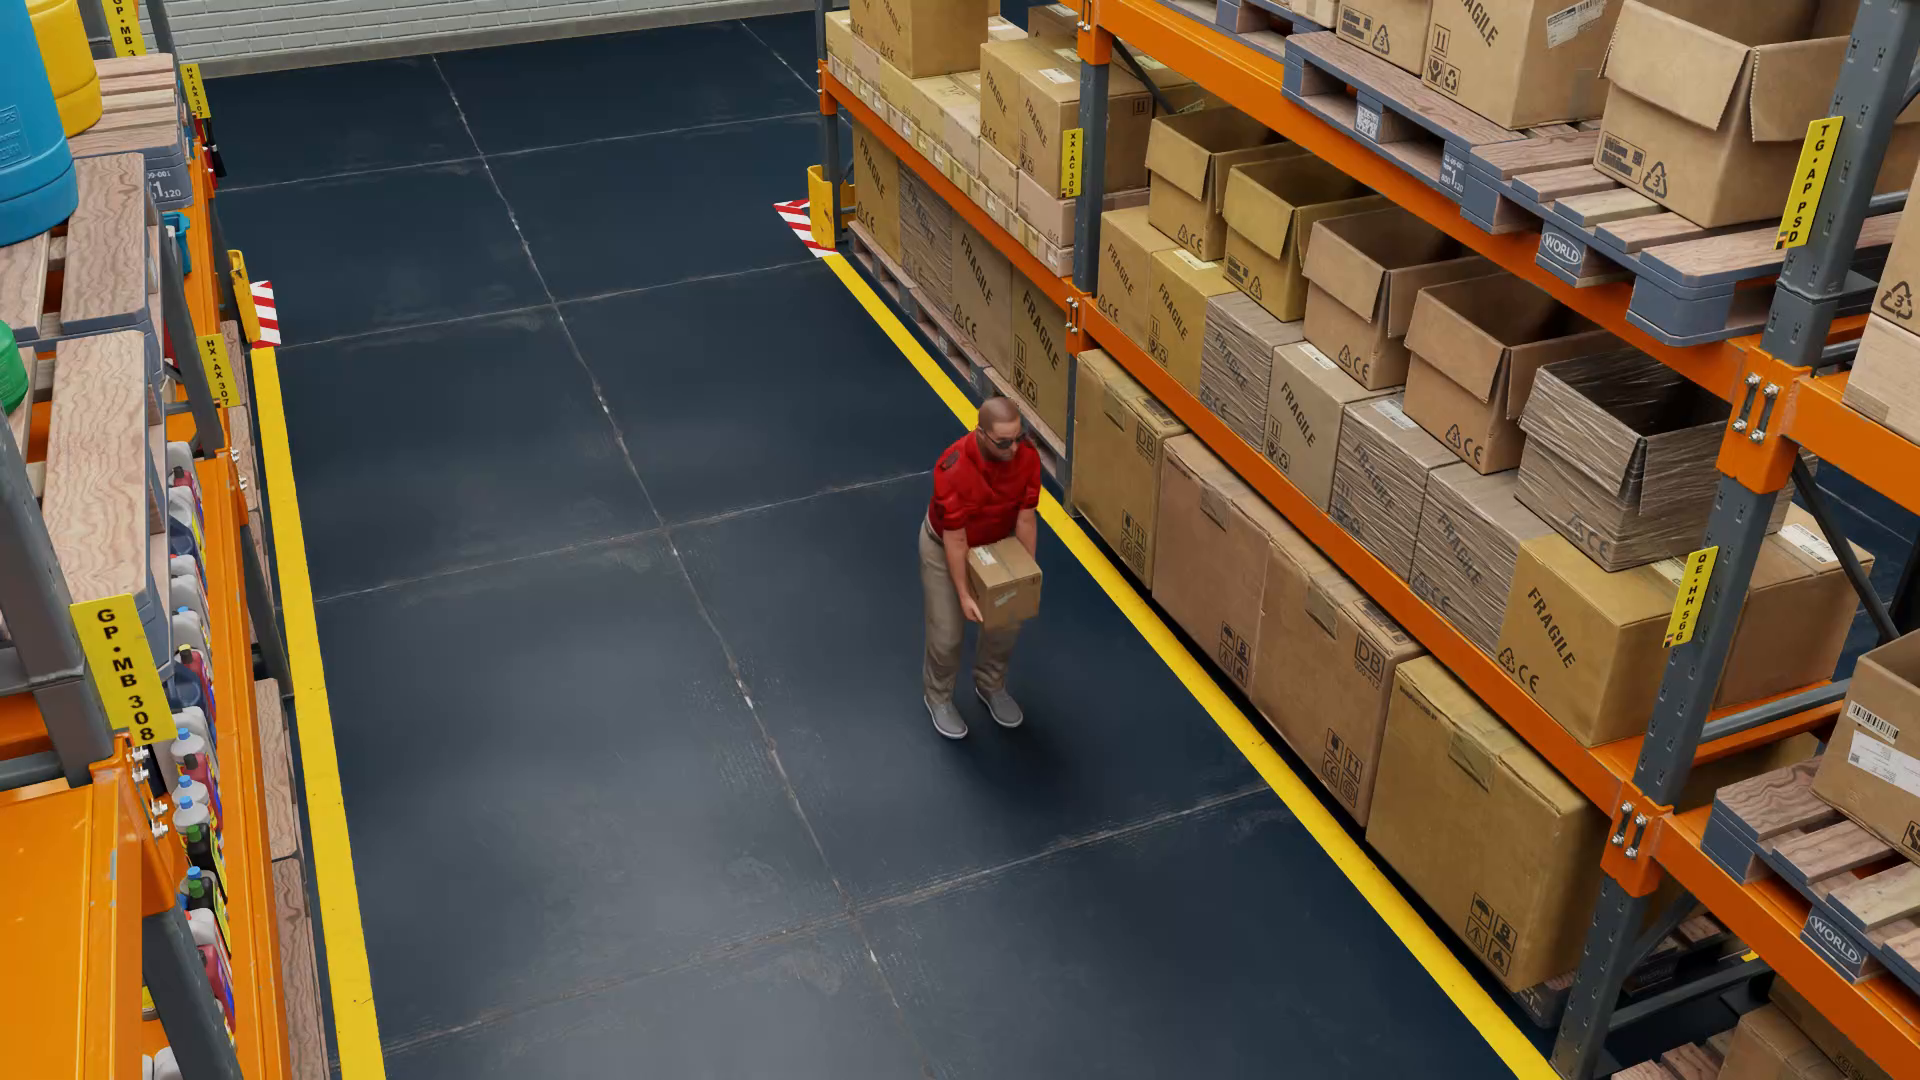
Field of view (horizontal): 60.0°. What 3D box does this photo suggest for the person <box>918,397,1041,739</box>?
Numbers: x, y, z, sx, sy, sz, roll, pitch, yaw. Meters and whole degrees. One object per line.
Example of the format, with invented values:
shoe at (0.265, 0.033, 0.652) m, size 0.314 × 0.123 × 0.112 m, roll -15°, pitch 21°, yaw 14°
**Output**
person at (0.097, 0.100, 7.051) m, size 0.477 × 1.685 × 0.585 m, roll -15°, pitch 36°, yaw -21°
